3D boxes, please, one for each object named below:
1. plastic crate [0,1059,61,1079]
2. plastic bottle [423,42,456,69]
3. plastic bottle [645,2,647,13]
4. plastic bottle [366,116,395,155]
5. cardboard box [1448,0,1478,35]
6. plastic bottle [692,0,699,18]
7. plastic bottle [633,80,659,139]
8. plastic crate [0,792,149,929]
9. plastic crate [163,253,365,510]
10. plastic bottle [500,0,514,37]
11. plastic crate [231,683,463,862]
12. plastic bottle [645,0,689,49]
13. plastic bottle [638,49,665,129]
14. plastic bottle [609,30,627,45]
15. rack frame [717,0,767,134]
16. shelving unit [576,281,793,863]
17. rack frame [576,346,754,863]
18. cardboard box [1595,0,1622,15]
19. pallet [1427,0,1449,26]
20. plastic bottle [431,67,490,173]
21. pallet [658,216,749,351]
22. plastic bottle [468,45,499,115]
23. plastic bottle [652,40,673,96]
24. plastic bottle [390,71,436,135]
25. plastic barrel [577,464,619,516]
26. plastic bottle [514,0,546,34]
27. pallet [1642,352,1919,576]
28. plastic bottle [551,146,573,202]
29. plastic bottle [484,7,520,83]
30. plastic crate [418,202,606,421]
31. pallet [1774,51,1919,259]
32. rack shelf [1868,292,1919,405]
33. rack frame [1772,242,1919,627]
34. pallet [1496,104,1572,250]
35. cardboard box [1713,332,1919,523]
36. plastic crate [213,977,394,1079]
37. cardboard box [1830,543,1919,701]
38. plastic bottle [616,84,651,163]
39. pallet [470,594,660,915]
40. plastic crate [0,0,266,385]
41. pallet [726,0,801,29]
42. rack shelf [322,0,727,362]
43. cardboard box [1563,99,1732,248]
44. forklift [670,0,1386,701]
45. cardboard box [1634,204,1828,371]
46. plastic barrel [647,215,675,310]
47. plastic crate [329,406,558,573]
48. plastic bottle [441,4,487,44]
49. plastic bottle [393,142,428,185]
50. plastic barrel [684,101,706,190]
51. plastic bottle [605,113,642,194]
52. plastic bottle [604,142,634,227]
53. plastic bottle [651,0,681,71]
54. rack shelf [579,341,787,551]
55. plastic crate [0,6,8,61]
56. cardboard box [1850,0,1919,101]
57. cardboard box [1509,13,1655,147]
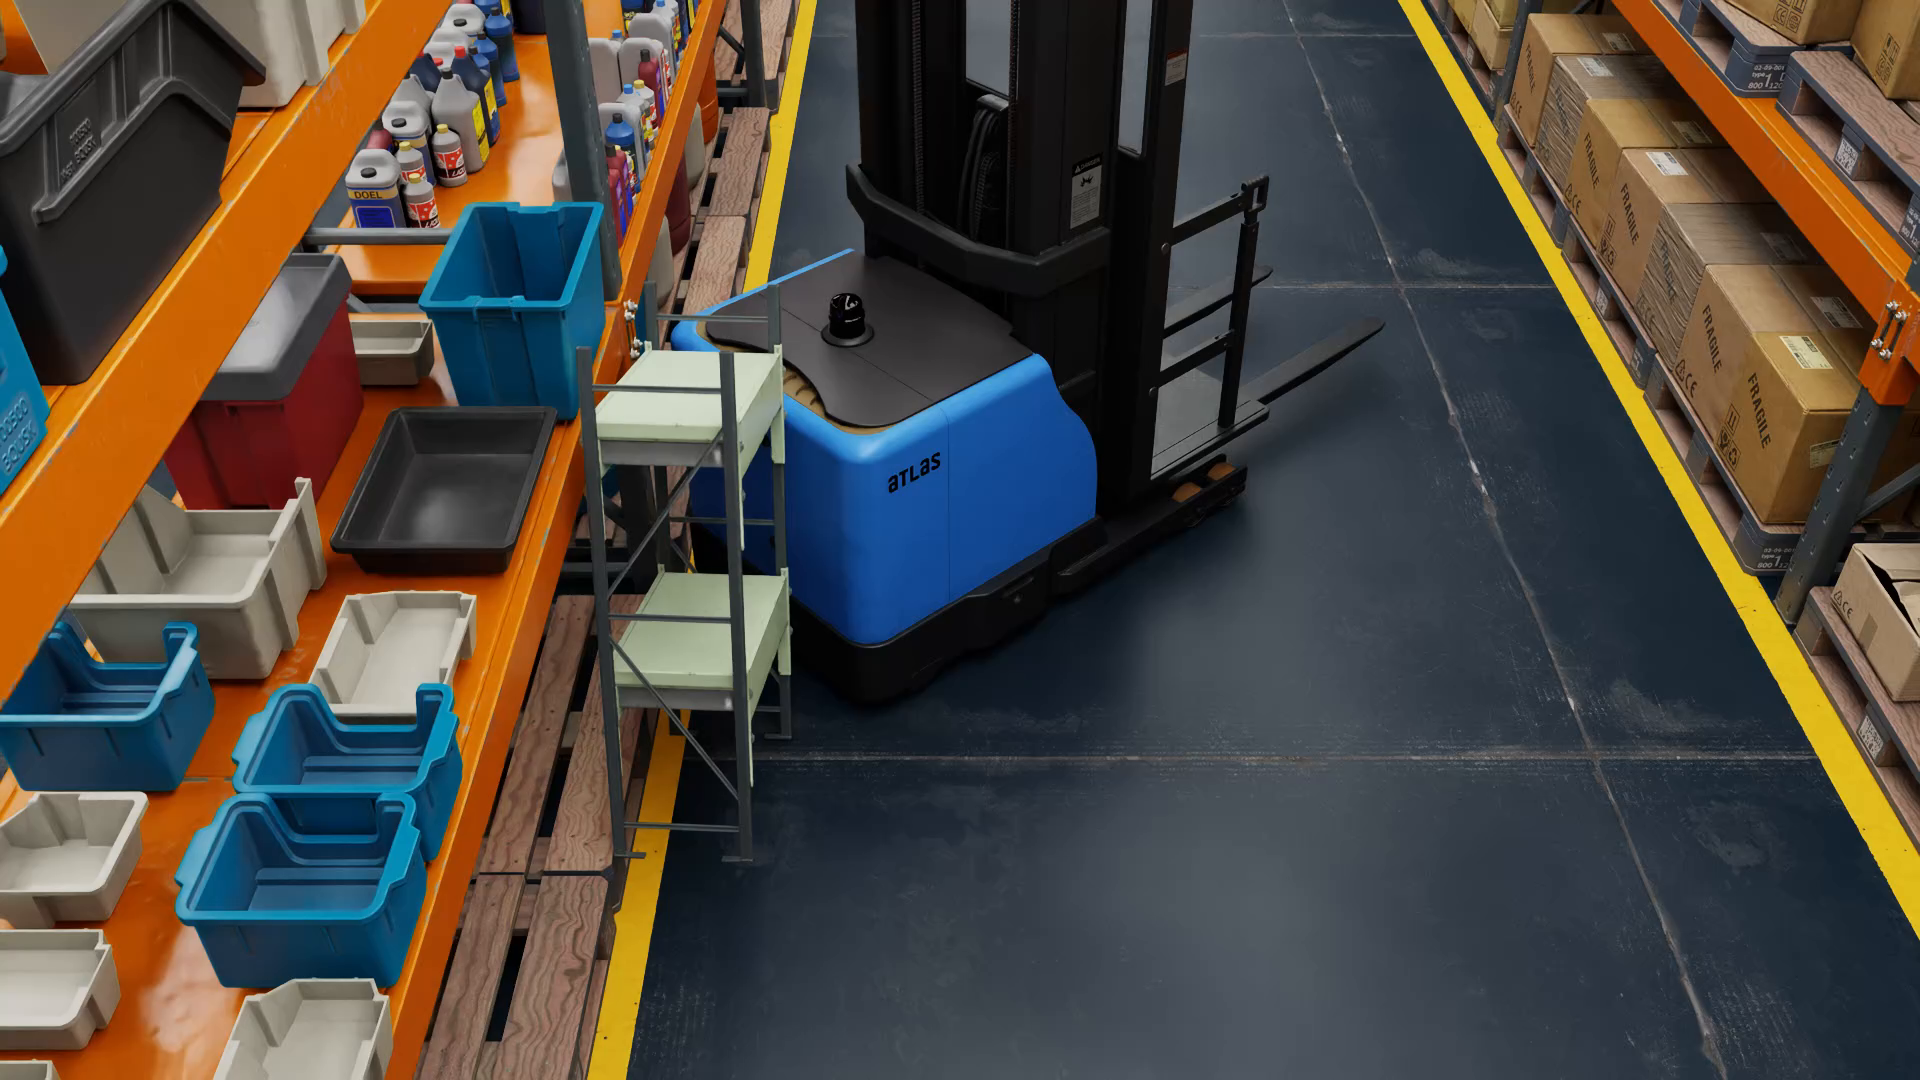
[{"bbox_3d":[-1.703,0.988,2.781,0.396,0.136,0.243,0,39,0],"label":"plastic crate"},{"bbox_3d":[-1.864,-1.643,6.001,0.152,0.276,0.135,0,39,0],"label":"plastic bottle"},{"bbox_3d":[-1.260,-2.275,6.783,0.061,0.283,0.133,0,39,0],"label":"plastic bottle"},{"bbox_3d":[-1.909,-1.247,5.501,0.061,0.283,0.133,0,39,0],"label":"plastic bottle"},{"bbox_3d":[3.160,-3.146,9.641,0.500,0.250,0.500,0,39,-1],"label":"cardboard box"},{"bbox_3d":[-1.157,-2.317,6.782,0.144,0.351,0.185,0,39,0],"label":"plastic bottle"},{"bbox_3d":[-1.133,-1.537,5.928,0.097,0.201,0.097,0,39,0],"label":"plastic bottle"},{"bbox_3d":[-1.747,0.629,3.230,0.298,0.136,0.250,0,39,0],"label":"plastic crate"},{"bbox_3d":[-1.790,-0.392,4.241,0.402,0.464,0.583,0,39,0],"label":"plastic crate"},{"bbox_3d":[-1.869,-2.146,6.569,0.144,0.351,0.185,0,39,0],"label":"plastic bottle"},{"bbox_3d":[-1.208,0.476,3.343,0.416,0.233,0.300,0,39,0],"label":"plastic crate"},{"bbox_3d":[-1.157,-2.118,6.534,0.144,0.351,0.185,0,39,0],"label":"plastic bottle"},{"bbox_3d":[-1.115,-1.641,5.993,0.061,0.283,0.133,0,39,0],"label":"plastic bottle"},{"bbox_3d":[-1.285,-1.826,6.289,0.097,0.201,0.097,0,39,0],"label":"plastic bottle"},{"bbox_3d":[-1.544,-3.403,8.098,1.000,3.000,0.127,0,39,0],"label":"rack frame"},{"bbox_3d":[-0.760,0.080,4.821,0.431,1.500,0.755,2,22,3],"label":"shelving unit"},{"bbox_3d":[-0.781,0.215,4.482,0.400,1.500,0.023,2,22,3],"label":"rack frame"},{"bbox_3d":[3.702,-3.042,9.062,0.500,0.311,0.500,1,39,1],"label":"cardboard box"},{"bbox_3d":[3.449,-3.592,10.564,1.003,0.211,1.213,0,39,0],"label":"pallet"},{"bbox_3d":[-1.724,-1.457,5.709,0.144,0.351,0.185,0,39,0],"label":"plastic bottle"},{"bbox_3d":[-1.503,-1.061,7.405,1.003,0.211,1.213,0,39,0],"label":"pallet"},{"bbox_3d":[-1.740,-1.653,6.017,0.097,0.271,0.097,0,39,0],"label":"plastic bottle"},{"bbox_3d":[-1.133,-1.766,6.213,0.097,0.201,0.097,0,39,0],"label":"plastic bottle"},{"bbox_3d":[-1.868,-1.457,5.709,0.144,0.351,0.185,0,39,0],"label":"plastic bottle"},{"bbox_3d":[-1.523,-0.587,5.926,0.600,0.901,0.708,0,39,0],"label":"plastic barrel"},{"bbox_3d":[-1.717,-2.230,6.674,0.144,0.351,0.185,0,39,0],"label":"plastic bottle"},{"bbox_3d":[3.375,-0.323,6.485,1.003,0.211,1.213,0,39,0],"label":"pallet"},{"bbox_3d":[-1.216,-1.128,5.299,0.144,0.351,0.185,0,39,0],"label":"plastic bottle"},{"bbox_3d":[-1.740,-1.883,6.303,0.097,0.271,0.097,0,39,0],"label":"plastic bottle"},{"bbox_3d":[-1.198,-0.627,4.599,0.392,0.384,0.575,0,39,0],"label":"plastic crate"},{"bbox_3d":[3.522,-1.328,5.662,1.003,0.211,1.213,0,39,0],"label":"pallet"},{"bbox_3d":[3.416,0.628,3.642,1.077,0.370,4.000,0,39,0],"label":"rack shelf"},{"bbox_3d":[3.414,-0.903,4.978,1.000,3.000,0.127,0,39,0],"label":"rack frame"},{"bbox_3d":[3.372,-1.849,8.389,1.003,0.211,1.213,0,39,0],"label":"pallet"},{"bbox_3d":[3.126,-0.408,6.007,0.500,0.500,0.500,0,39,0],"label":"cardboard box"},{"bbox_3d":[-1.125,0.900,2.892,0.250,0.136,0.298,0,39,0],"label":"plastic crate"},{"bbox_3d":[3.198,0.237,5.354,0.500,0.311,0.500,0,39,0],"label":"cardboard box"},{"bbox_3d":[-1.132,-1.443,5.754,0.097,0.271,0.097,0,39,0],"label":"plastic bottle"},{"bbox_3d":[-1.500,0.646,5.275,1.003,0.211,1.213,0,39,0],"label":"pallet"},{"bbox_3d":[-1.262,-0.502,2.129,0.504,0.338,0.767,0,39,0],"label":"plastic crate"},{"bbox_3d":[-1.505,-3.560,10.524,1.003,0.211,1.213,0,39,0],"label":"pallet"},{"bbox_3d":[-1.542,-1.872,6.762,1.077,0.370,4.000,0,39,0],"label":"rack shelf"},{"bbox_3d":[3.126,-1.675,7.588,0.500,0.500,0.500,-1,39,-1],"label":"cardboard box"},{"bbox_3d":[0.465,-1.410,5.666,3.031,2.935,1.130,-30,47,-32],"label":"forklift"},{"bbox_3d":[3.134,-1.030,6.784,0.500,0.500,0.500,0,39,1],"label":"cardboard box"},{"bbox_3d":[-1.435,-1.231,7.041,0.421,0.512,0.421,0,39,0],"label":"plastic barrel"},{"bbox_3d":[-1.270,-0.118,4.171,0.437,0.125,0.590,0,39,0],"label":"plastic crate"},{"bbox_3d":[-1.865,-1.873,6.287,0.152,0.276,0.135,0,39,0],"label":"plastic bottle"},{"bbox_3d":[-1.830,-1.226,5.541,0.097,0.201,0.097,0,39,0],"label":"plastic bottle"},{"bbox_3d":[-1.437,-1.937,7.922,0.421,0.512,0.421,0,39,0],"label":"plastic barrel"},{"bbox_3d":[-1.132,-1.298,5.573,0.097,0.271,0.097,0,39,0],"label":"plastic bottle"},{"bbox_3d":[-1.114,-1.169,5.404,0.061,0.283,0.133,0,39,0],"label":"plastic bottle"},{"bbox_3d":[-1.133,-1.938,6.372,0.097,0.271,0.097,0,39,0],"label":"plastic bottle"},{"bbox_3d":[-0.755,-0.283,4.676,0.431,0.370,0.720,2,22,3],"label":"rack shelf"},{"bbox_3d":[-1.786,-0.760,2.612,0.437,0.136,0.530,0,39,0],"label":"plastic crate"},{"bbox_3d":[3.573,-1.832,5.722,0.700,0.500,0.500,6,39,7],"label":"cardboard box"},{"bbox_3d":[3.124,-2.316,8.388,0.500,0.500,0.500,2,39,2],"label":"cardboard box"}]
